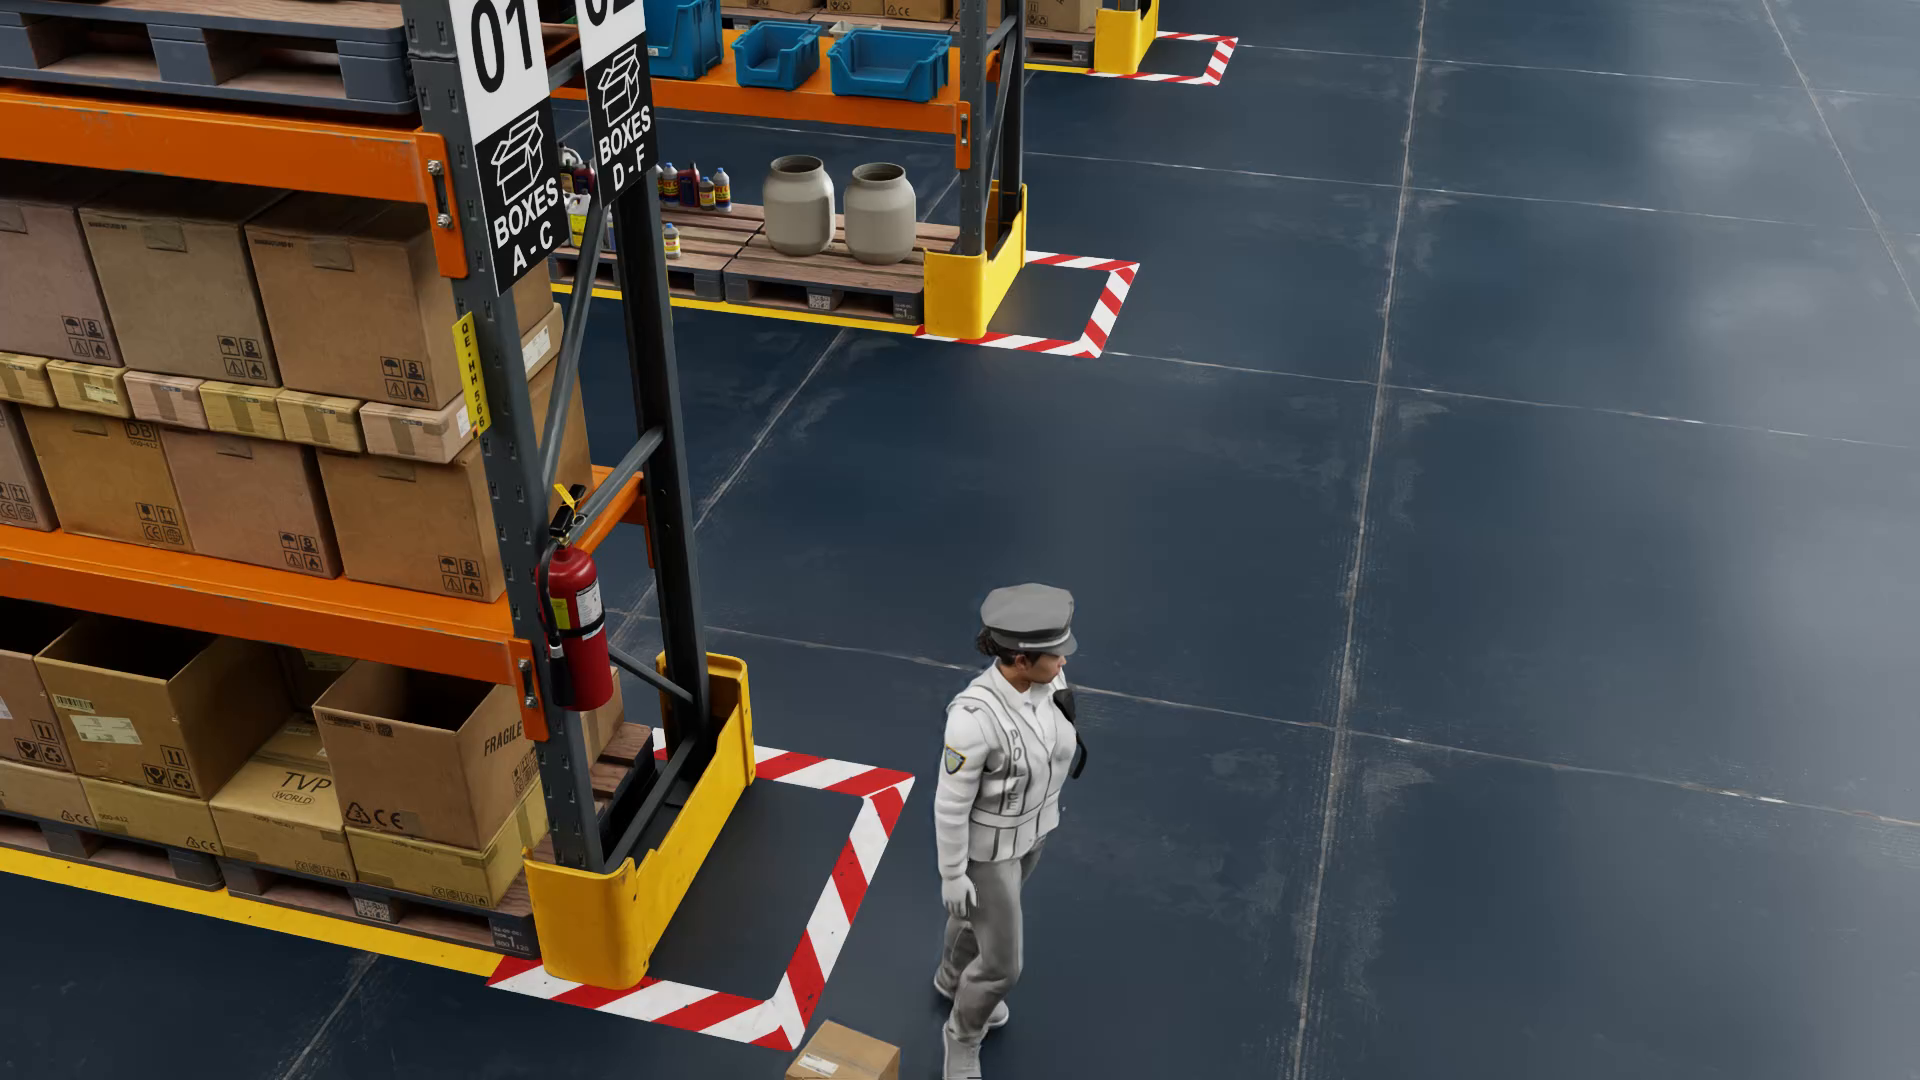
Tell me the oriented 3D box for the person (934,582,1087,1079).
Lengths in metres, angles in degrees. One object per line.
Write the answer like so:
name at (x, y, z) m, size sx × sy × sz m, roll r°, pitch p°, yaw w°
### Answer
person at (0.084, 0.856, 4.832) m, size 0.458 × 1.696 × 0.589 m, roll 23°, pitch 39°, yaw 31°
